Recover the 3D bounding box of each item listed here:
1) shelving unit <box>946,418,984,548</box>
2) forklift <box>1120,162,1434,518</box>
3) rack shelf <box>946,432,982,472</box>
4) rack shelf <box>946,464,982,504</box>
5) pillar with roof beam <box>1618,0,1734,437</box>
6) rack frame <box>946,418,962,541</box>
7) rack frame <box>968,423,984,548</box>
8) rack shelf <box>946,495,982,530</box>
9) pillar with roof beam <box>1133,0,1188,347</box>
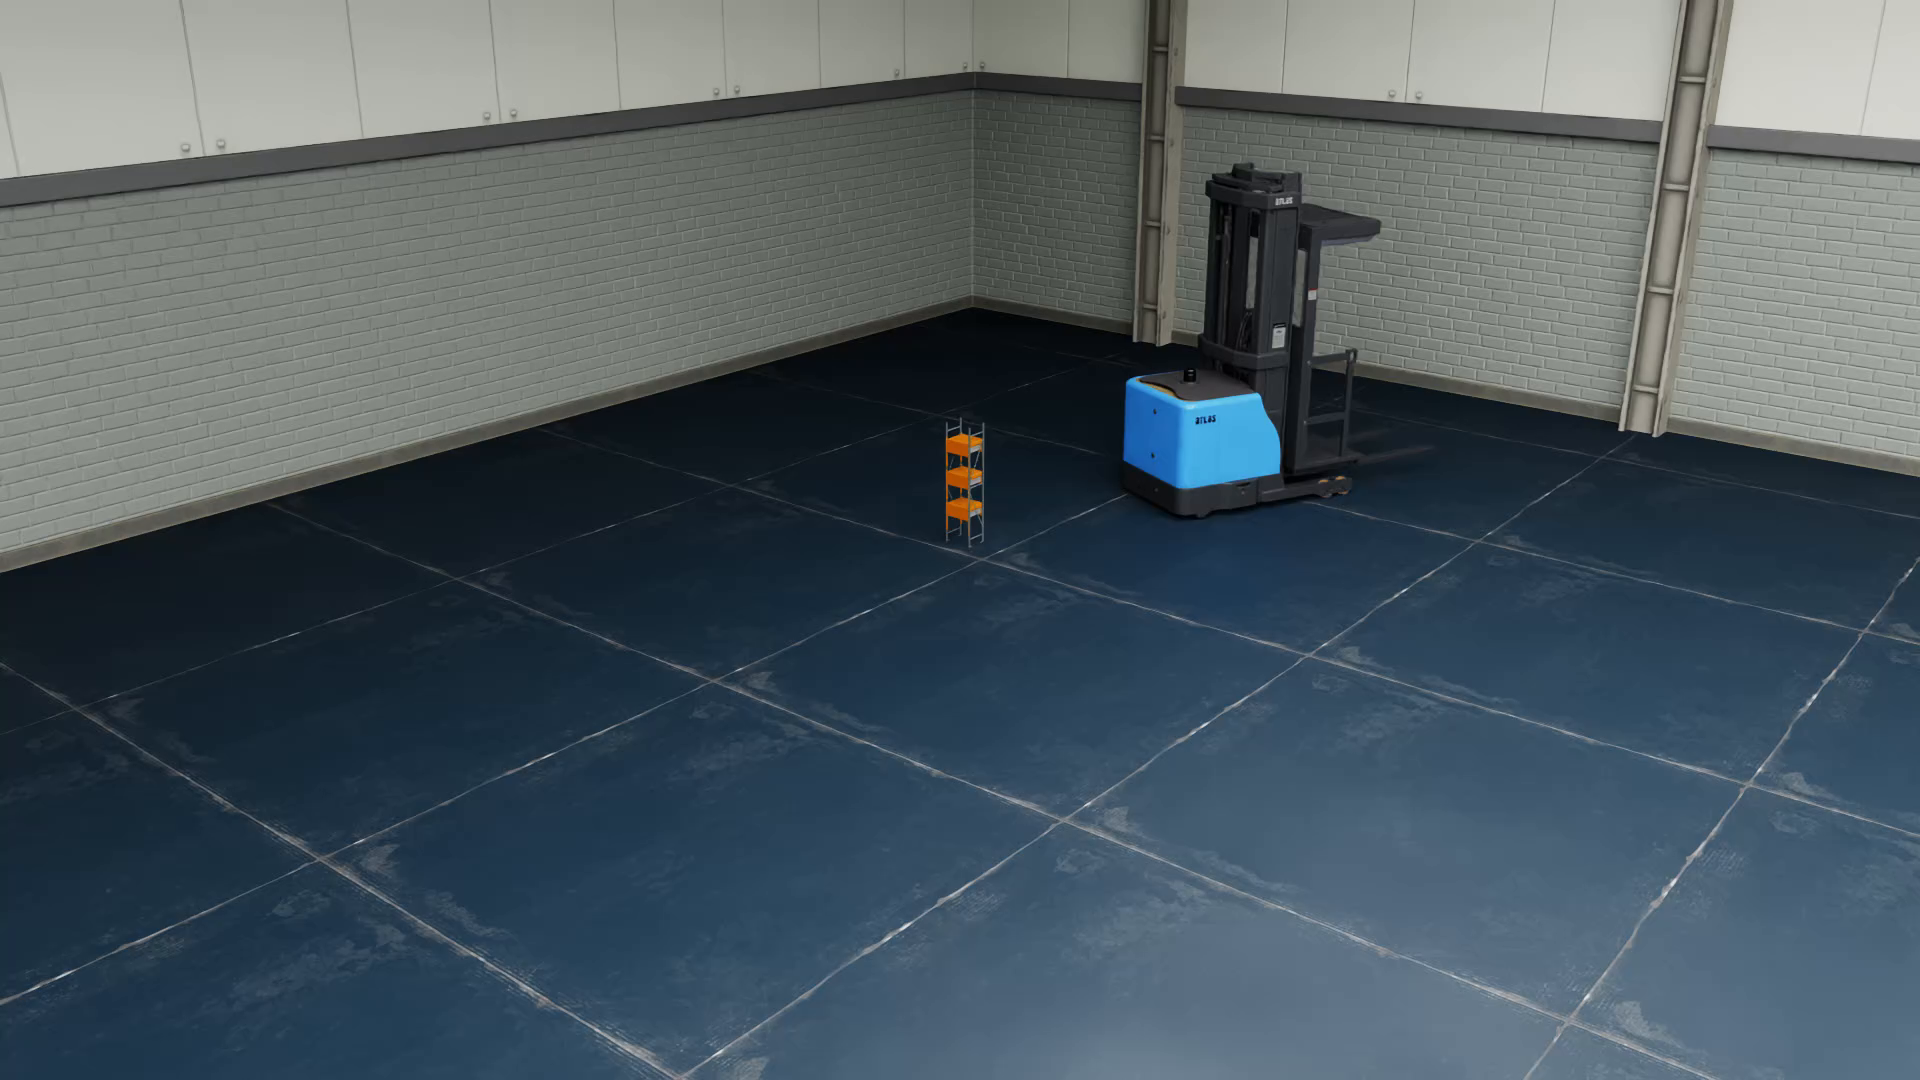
[{"bbox_3d":[0.041,-0.479,13.953,0.252,1.050,0.215,16,26,36],"label":"shelving unit"},{"bbox_3d":[3.032,-1.912,15.087,3.031,2.935,1.130,-10,23,-25],"label":"forklift"},{"bbox_3d":[0.041,-0.735,13.857,0.240,0.259,0.215,16,26,36],"label":"rack shelf"},{"bbox_3d":[0.041,-0.469,13.957,0.240,0.259,0.215,16,26,36],"label":"rack shelf"},{"bbox_3d":[4.324,-4.165,12.461,0.400,9.000,9.100,16,26,36],"label":"pillar with roof beam"},{"bbox_3d":[-0.053,-0.507,14.026,0.008,1.050,0.200,16,26,36],"label":"rack frame"},{"bbox_3d":[0.136,-0.452,13.881,0.008,1.050,0.200,16,26,36],"label":"rack frame"},{"bbox_3d":[0.041,-0.209,14.055,0.240,0.259,0.215,16,26,36],"label":"rack shelf"},{"bbox_3d":[-0.325,-5.503,16.011,0.400,9.000,9.100,16,26,36],"label":"pillar with roof beam"}]
